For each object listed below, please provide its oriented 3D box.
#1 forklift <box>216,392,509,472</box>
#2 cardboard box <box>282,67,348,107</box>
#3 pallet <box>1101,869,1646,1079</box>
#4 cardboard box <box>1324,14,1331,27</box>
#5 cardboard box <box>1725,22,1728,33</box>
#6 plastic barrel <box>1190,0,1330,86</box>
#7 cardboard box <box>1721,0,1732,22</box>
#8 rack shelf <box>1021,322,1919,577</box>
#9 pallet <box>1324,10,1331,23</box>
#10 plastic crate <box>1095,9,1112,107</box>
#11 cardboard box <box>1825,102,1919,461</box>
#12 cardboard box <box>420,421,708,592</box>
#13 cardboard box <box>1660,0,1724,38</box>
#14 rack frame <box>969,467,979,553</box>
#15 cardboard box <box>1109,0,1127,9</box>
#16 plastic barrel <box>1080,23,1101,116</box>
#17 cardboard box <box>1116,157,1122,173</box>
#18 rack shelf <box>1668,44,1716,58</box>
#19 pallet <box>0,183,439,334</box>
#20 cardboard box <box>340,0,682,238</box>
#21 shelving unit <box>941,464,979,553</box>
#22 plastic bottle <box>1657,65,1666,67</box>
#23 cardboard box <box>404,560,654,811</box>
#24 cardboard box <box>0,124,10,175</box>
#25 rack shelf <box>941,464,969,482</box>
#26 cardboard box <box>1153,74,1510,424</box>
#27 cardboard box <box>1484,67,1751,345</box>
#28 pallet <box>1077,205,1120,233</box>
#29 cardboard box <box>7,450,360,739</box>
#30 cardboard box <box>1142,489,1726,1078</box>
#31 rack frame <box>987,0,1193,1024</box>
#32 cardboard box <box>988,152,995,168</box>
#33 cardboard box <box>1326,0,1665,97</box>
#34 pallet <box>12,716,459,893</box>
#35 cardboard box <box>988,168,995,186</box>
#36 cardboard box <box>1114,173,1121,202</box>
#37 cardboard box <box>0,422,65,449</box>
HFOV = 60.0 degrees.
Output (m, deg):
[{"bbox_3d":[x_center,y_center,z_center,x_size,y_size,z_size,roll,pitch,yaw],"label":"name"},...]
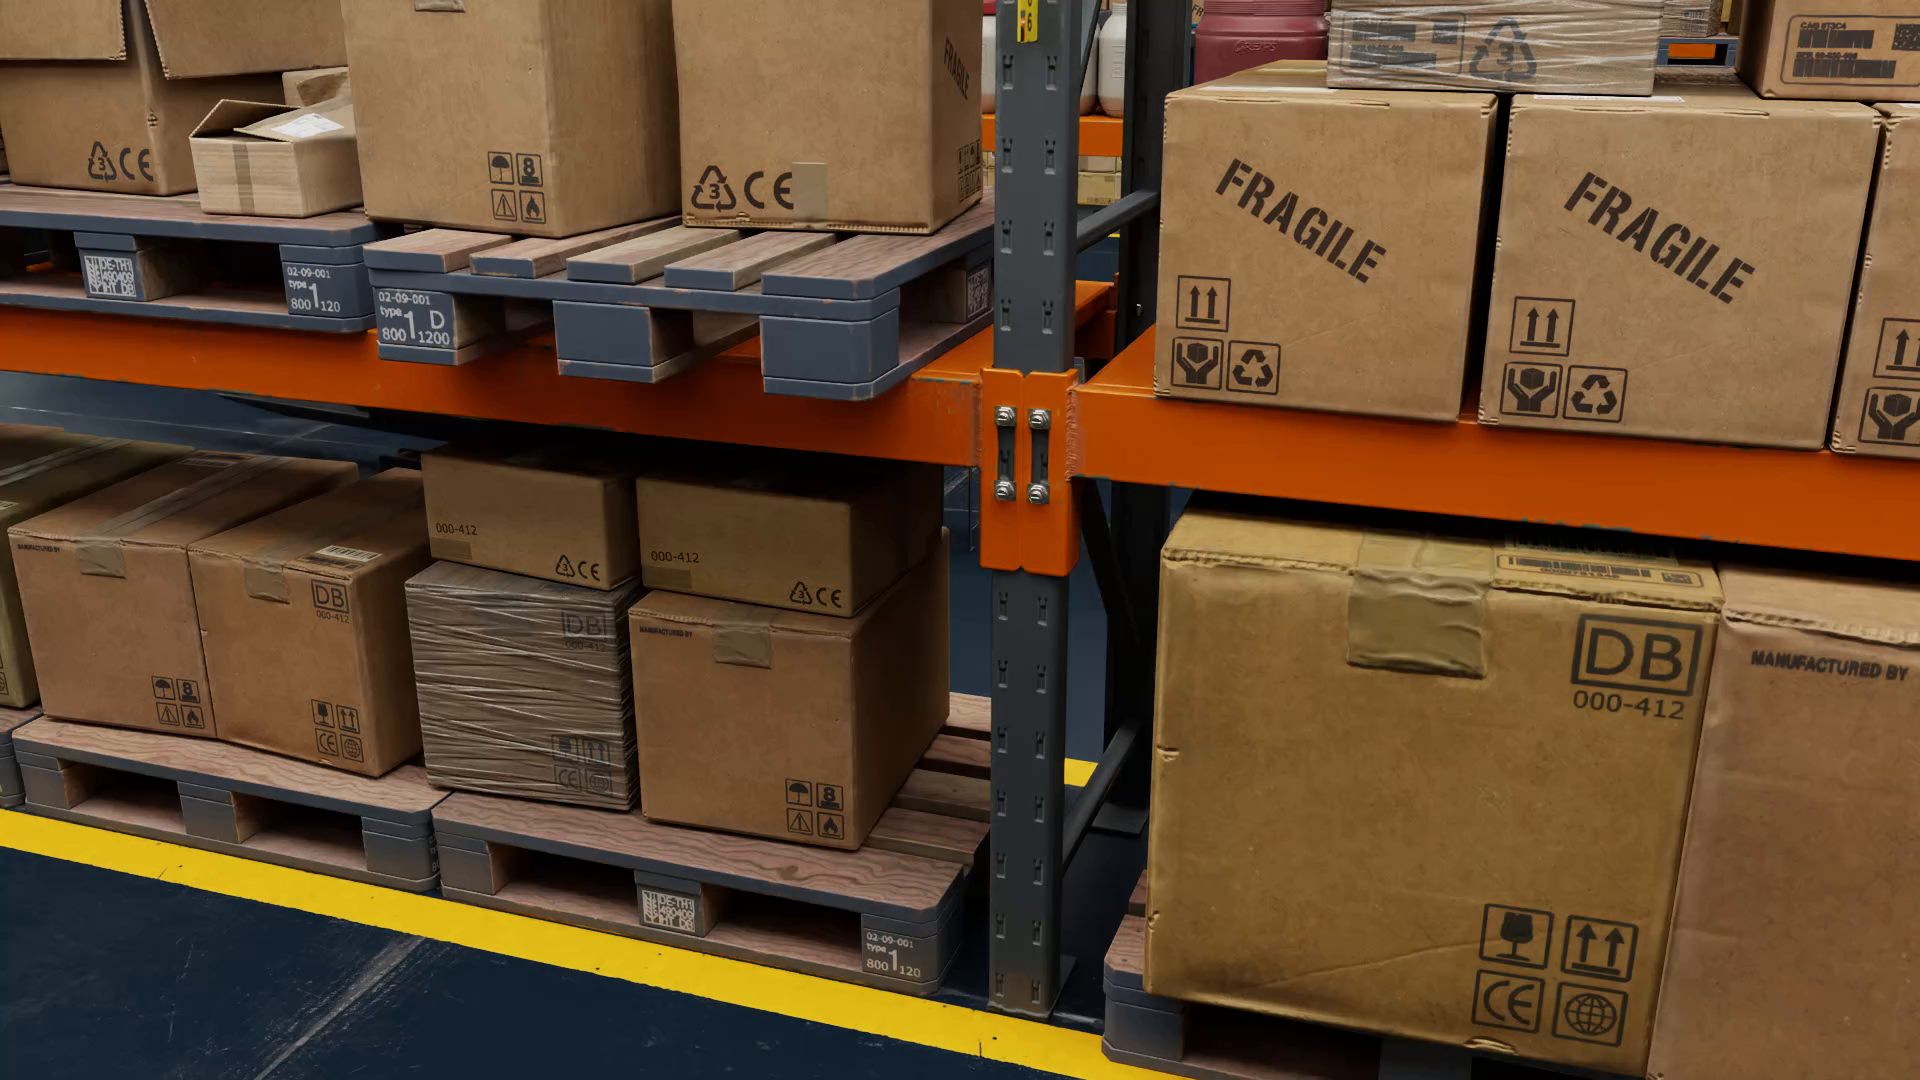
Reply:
[{"bbox_3d":[-1.729,-1.685,6.457,3.031,2.935,1.130,9,21,25],"label":"forklift"},{"bbox_3d":[-1.229,-0.995,3.964,0.500,0.250,0.500,6,20,17],"label":"cardboard box"},{"bbox_3d":[0.999,0.810,3.432,1.213,0.211,1.003,7,20,18],"label":"pallet"},{"bbox_3d":[2.752,-3.810,12.584,0.500,0.311,0.500,6,20,17],"label":"cardboard box"},{"bbox_3d":[7.336,-4.794,15.623,0.250,0.149,0.380,6,20,17],"label":"cardboard box"},{"bbox_3d":[1.366,-2.175,7.553,0.708,0.536,0.600,7,20,18],"label":"plastic barrel"},{"bbox_3d":[6.985,-5.133,15.612,0.500,0.500,0.500,7,20,20],"label":"cardboard box"},{"bbox_3d":[2.168,-0.060,2.783,4.000,0.370,1.077,7,20,18],"label":"rack shelf"},{"bbox_3d":[3.272,-5.346,17.148,1.213,0.211,1.003,7,20,18],"label":"pallet"},{"bbox_3d":[0.478,-2.455,8.465,0.583,0.464,0.402,7,20,18],"label":"plastic crate"},{"bbox_3d":[1.622,-0.416,2.561,0.500,0.500,0.500,6,20,17],"label":"cardboard box"},{"bbox_3d":[-0.868,-0.114,3.836,0.500,0.250,0.500,9,21,24],"label":"cardboard box"},{"bbox_3d":[4.966,-3.749,11.485,0.500,0.500,0.700,11,22,28],"label":"cardboard box"},{"bbox_3d":[0.073,-0.558,5.855,0.006,1.200,0.240,7,20,18],"label":"rack frame"},{"bbox_3d":[1.446,-3.975,12.771,0.500,0.500,0.500,7,20,18],"label":"cardboard box"},{"bbox_3d":[0.464,-2.298,7.943,0.421,0.512,0.421,0,19,0],"label":"plastic barrel"},{"bbox_3d":[1.516,-3.004,12.825,0.500,0.311,0.500,7,20,20],"label":"cardboard box"},{"bbox_3d":[7.044,-4.680,16.038,4.000,0.370,1.077,7,20,18],"label":"rack shelf"},{"bbox_3d":[-1.605,-0.726,3.893,1.213,0.211,1.003,7,20,18],"label":"pallet"},{"bbox_3d":[-0.805,-0.936,3.414,0.500,0.500,0.700,10,21,26],"label":"cardboard box"},{"bbox_3d":[-0.014,-0.568,5.883,0.189,1.200,0.258,7,20,18],"label":"shelving unit"},{"bbox_3d":[2.973,-1.849,7.002,0.133,0.283,0.061,7,20,18],"label":"plastic bottle"},{"bbox_3d":[-0.889,0.235,3.974,0.500,0.500,0.700,5,20,14],"label":"cardboard box"},{"bbox_3d":[-2.795,-1.400,3.985,1.000,1.000,1.000,7,20,18],"label":"cardboard box"},{"bbox_3d":[-0.014,-0.300,5.977,0.180,0.103,0.258,7,20,18],"label":"rack shelf"},{"bbox_3d":[0.649,-0.525,2.875,0.500,0.500,0.500,7,20,20],"label":"cardboard box"},{"bbox_3d":[1.295,-0.631,3.176,0.500,0.500,0.500,6,20,18],"label":"cardboard box"},{"bbox_3d":[1.620,-2.612,13.248,1.213,0.211,1.003,7,20,18],"label":"pallet"},{"bbox_3d":[-1.954,0.116,4.316,0.500,0.500,0.700,5,20,13],"label":"cardboard box"},{"bbox_3d":[0.924,0.271,3.332,0.875,0.875,1.225,6,20,16],"label":"cardboard box"},{"bbox_3d":[0.279,-0.615,3.284,0.127,3.000,1.000,7,20,18],"label":"rack frame"},{"bbox_3d":[0.534,-3.114,13.140,0.500,0.311,0.500,6,20,17],"label":"cardboard box"},{"bbox_3d":[0.964,-1.052,2.862,0.637,0.503,0.797,7,20,20],"label":"cardboard box"},{"bbox_3d":[-1.608,0.484,4.366,1.213,0.211,1.003,7,20,18],"label":"pallet"},{"bbox_3d":[0.537,-2.851,13.237,0.500,0.250,0.500,7,20,19],"label":"cardboard box"},{"bbox_3d":[1.507,-2.740,12.920,0.500,0.250,0.500,7,20,19],"label":"cardboard box"},{"bbox_3d":[-2.927,-0.002,4.653,0.500,0.500,0.700,5,20,14],"label":"cardboard box"}]
